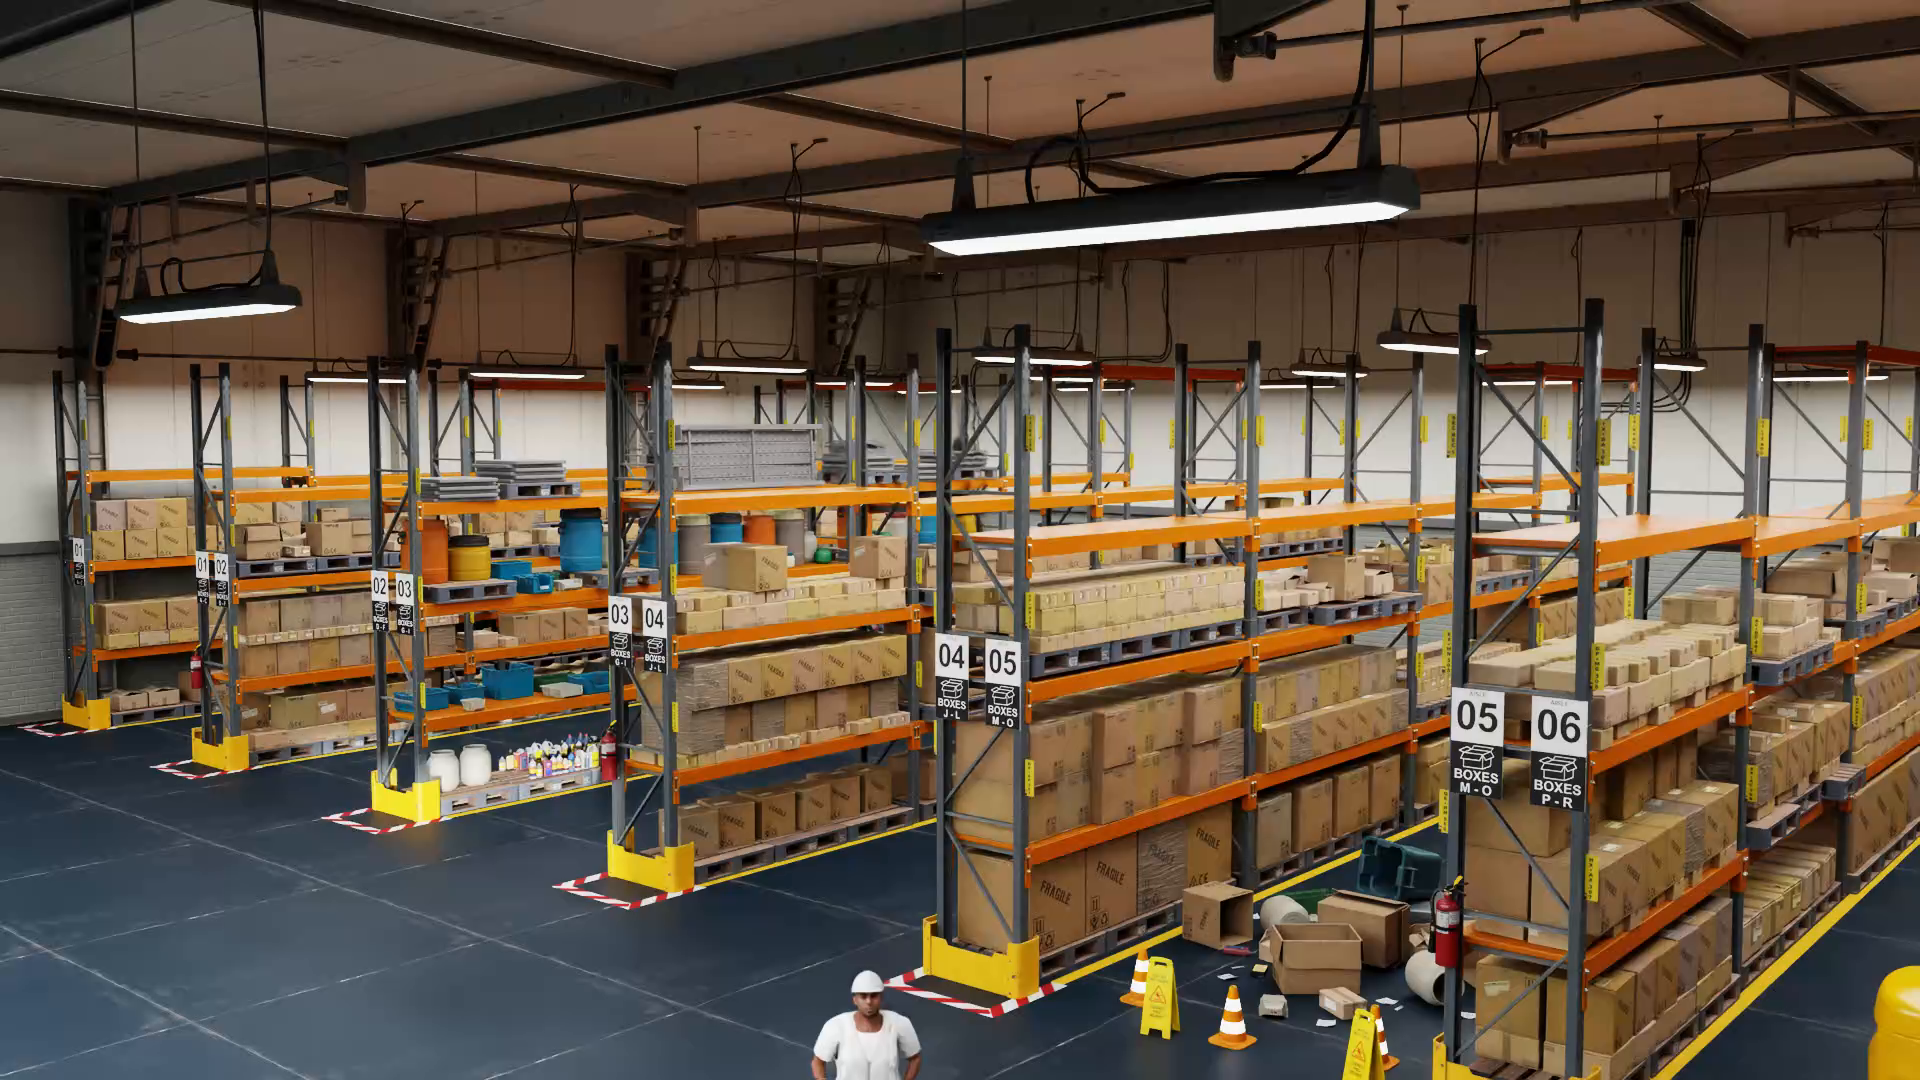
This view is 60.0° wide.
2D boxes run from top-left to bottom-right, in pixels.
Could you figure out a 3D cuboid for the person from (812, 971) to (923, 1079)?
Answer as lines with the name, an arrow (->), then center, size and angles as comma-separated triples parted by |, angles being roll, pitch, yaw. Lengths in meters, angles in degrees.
person -> -0.578, 3.555, 10.487 | 0.702, 1.726, 0.592 | -1, 4, -8
